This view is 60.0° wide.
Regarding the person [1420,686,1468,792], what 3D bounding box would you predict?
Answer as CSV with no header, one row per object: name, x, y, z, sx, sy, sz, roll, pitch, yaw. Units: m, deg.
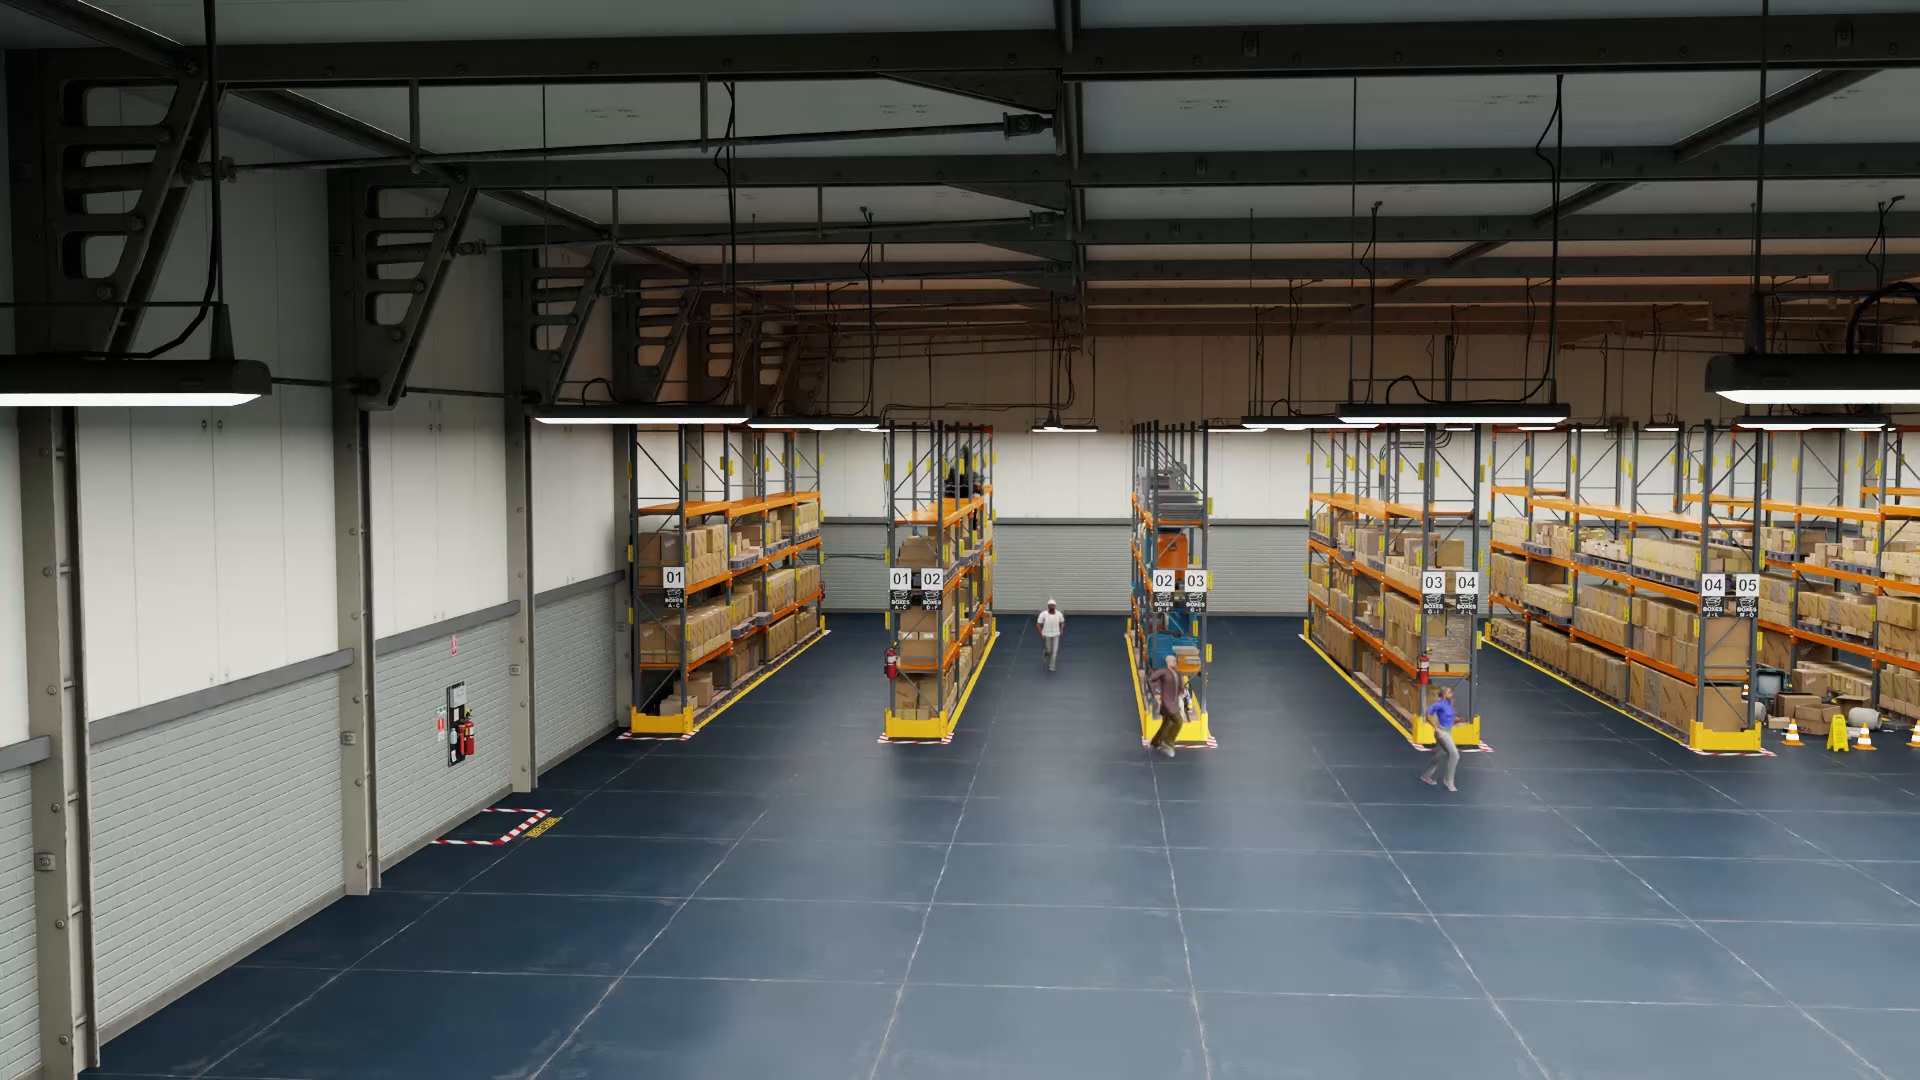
person,7.818,3.207,26.869,0.741,1.716,0.555,2,4,31

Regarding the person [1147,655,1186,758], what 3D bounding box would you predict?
person,3.744,2.964,29.801,0.689,1.796,0.702,2,4,32

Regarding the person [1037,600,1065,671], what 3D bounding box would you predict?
person,2.226,2.313,40.456,0.700,1.734,0.703,0,4,-6
